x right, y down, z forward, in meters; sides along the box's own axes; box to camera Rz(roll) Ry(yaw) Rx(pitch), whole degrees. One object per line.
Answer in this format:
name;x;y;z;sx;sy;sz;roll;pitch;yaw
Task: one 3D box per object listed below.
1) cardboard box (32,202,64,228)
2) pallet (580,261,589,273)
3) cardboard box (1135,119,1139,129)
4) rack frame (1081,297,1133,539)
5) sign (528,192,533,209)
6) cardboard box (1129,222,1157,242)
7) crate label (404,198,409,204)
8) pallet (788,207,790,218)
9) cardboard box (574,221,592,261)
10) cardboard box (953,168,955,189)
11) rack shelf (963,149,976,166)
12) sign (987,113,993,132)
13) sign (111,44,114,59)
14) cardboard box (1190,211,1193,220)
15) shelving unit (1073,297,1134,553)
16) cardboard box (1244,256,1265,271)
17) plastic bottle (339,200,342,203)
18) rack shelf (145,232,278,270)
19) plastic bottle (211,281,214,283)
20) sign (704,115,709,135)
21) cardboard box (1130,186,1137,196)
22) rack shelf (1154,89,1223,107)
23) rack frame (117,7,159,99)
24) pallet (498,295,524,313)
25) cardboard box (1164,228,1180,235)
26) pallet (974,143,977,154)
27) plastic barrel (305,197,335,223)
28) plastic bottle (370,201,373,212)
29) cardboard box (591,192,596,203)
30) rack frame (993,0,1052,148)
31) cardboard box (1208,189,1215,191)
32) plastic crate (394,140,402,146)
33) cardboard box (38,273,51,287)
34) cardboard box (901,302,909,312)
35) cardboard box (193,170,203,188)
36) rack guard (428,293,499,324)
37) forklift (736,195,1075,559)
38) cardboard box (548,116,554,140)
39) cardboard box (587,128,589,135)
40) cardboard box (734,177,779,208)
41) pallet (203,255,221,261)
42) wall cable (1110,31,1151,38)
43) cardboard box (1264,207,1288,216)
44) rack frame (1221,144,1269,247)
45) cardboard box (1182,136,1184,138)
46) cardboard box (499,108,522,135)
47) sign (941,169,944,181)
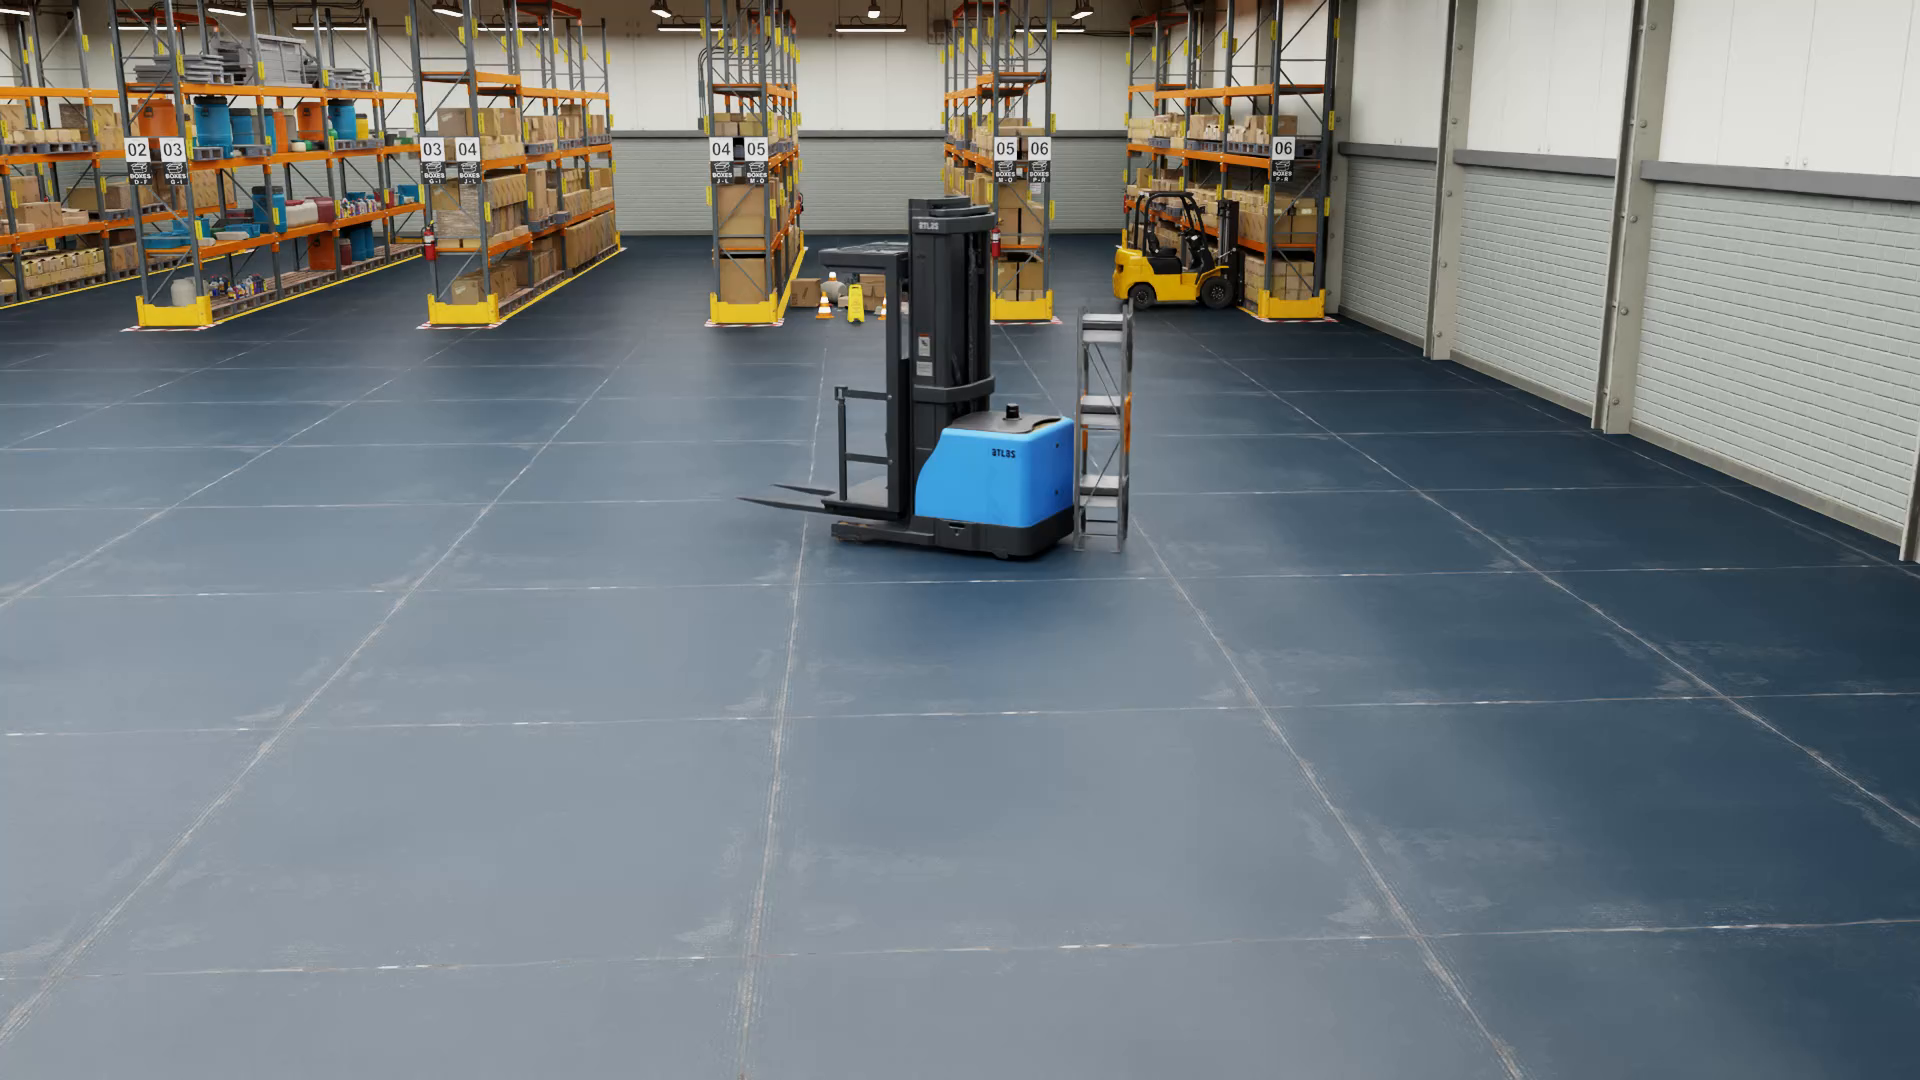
cardboard box;-19.065;-6.774;34.634;0.500;0.500;0.500;-2;15;-6
pallet;-9.344;-6.444;39.149;1.003;0.211;1.213;-1;14;-3
cardboard box;4.886;-10.915;43.611;0.500;0.250;0.500;-1;14;-4
rack frame;1.265;-1.037;14.329;0.400;2.100;0.015;3;15;11
sign;-8.509;-6.730;32.924;0.100;0.325;0.005;-1;14;-3
cardboard box;4.995;-8.356;45.149;0.797;0.503;0.637;-1;15;-6
crate label;-14.460;-8.768;42.993;0.396;0.136;0.243;-1;14;-3
pallet;-4.491;-7.429;37.765;1.213;0.211;1.003;-1;14;-3
cardboard box;-9.430;-7.083;39.456;1.225;0.875;0.875;-1;14;-5
cardboard box;0.086;-8.861;40.740;0.500;0.500;0.500;-1;14;-3
rack shelf;0.717;-8.055;35.236;1.077;0.370;4.000;-1;14;-3
sign;0.534;-7.336;29.222;0.100;0.325;0.005;-1;14;-3
sign;-19.976;-11.530;39.246;0.100;0.325;0.005;-1;14;-3
cardboard box;5.357;-7.213;36.843;0.500;0.250;0.500;-1;14;-5
shelving unit;1.217;-0.976;14.097;0.431;2.100;0.503;3;15;11
cardboard box;5.624;-5.254;31.594;0.500;0.250;0.500;-1;14;-3
plastic bottle;-14.884;-8.026;39.933;0.061;0.283;0.133;-1;14;-3
rack shelf;-13.869;-5.378;30.851;1.077;0.370;4.000;-1;14;-3
plastic bottle;-14.299;-4.825;31.853;0.097;0.271;0.097;0;14;0
sign;-4.388;-7.195;28.832;0.100;0.325;0.005;-1;14;-3
cardboard box;4.842;-9.344;44.527;0.500;0.250;0.500;-1;14;-3
rack shelf;5.423;-10.386;39.080;1.077;0.370;4.000;-1;14;-3
rack frame;-19.433;-11.043;39.387;1.000;3.000;0.127;-1;14;-3
pallet;-8.894;-4.479;31.510;1.003;0.211;1.213;-1;14;-3
cardboard box;5.208;-7.534;40.662;0.380;0.149;0.250;-1;14;-4
pallet;0.909;-7.970;33.839;1.213;0.211;1.003;-1;14;-3
plastic barrel;-13.910;-7.173;36.114;0.600;0.536;0.708;-1;14;-3
plastic bottle;-14.119;-7.969;39.728;0.152;0.276;0.135;-1;14;-3
cardboard box;-9.313;-8.482;41.176;0.500;0.250;0.500;-1;14;-4
rack frame;1.089;-8.364;28.973;1.000;3.000;0.127;-1;14;-3
cardboard box;5.769;-7.810;37.359;0.380;0.149;0.250;0;14;-2
plastic crate;-14.361;-10.023;41.971;0.437;0.136;0.530;-1;14;-3
cardboard box;-18.745;-5.251;33.591;0.500;0.250;0.500;-1;14;-2
cardboard box;-1.008;-4.372;31.221;0.380;0.149;0.250;7;16;26
cardboard box;-19.245;-9.048;41.465;0.500;0.500;0.500;-1;14;-5
rack guard;-8.807;-4.114;29.511;1.175;0.500;0.348;-1;14;-3
forklift;-0.550;-1.497;14.462;3.031;2.935;1.130;7;16;26
cardboard box;-8.976;-8.796;35.469;0.500;0.500;0.500;-1;14;-4
cardboard box;-9.683;-10.370;41.547;0.700;0.500;0.500;0;14;-1
cardboard box;-3.954;-6.720;32.155;0.875;0.550;0.550;-1;14;-3
pallet;-19.553;-7.262;42.328;1.003;0.211;1.213;-1;14;-3
wall cable;5.980;-16.537;49.579;2.988;3.039;0.133;-1;14;-3
cardboard box;5.742;-5.980;30.247;0.380;0.149;0.250;-1;14;-3
rack frame;5.795;-6.531;33.888;1.000;3.000;0.127;-1;14;-3
cardboard box;5.288;-9.248;37.930;0.380;0.149;0.250;-1;14;-5
cardboard box;-8.767;-8.079;32.087;0.500;0.500;0.500;-1;14;-5
sign;-0.457;-9.888;45.041;0.100;0.325;0.005;-1;14;-3
